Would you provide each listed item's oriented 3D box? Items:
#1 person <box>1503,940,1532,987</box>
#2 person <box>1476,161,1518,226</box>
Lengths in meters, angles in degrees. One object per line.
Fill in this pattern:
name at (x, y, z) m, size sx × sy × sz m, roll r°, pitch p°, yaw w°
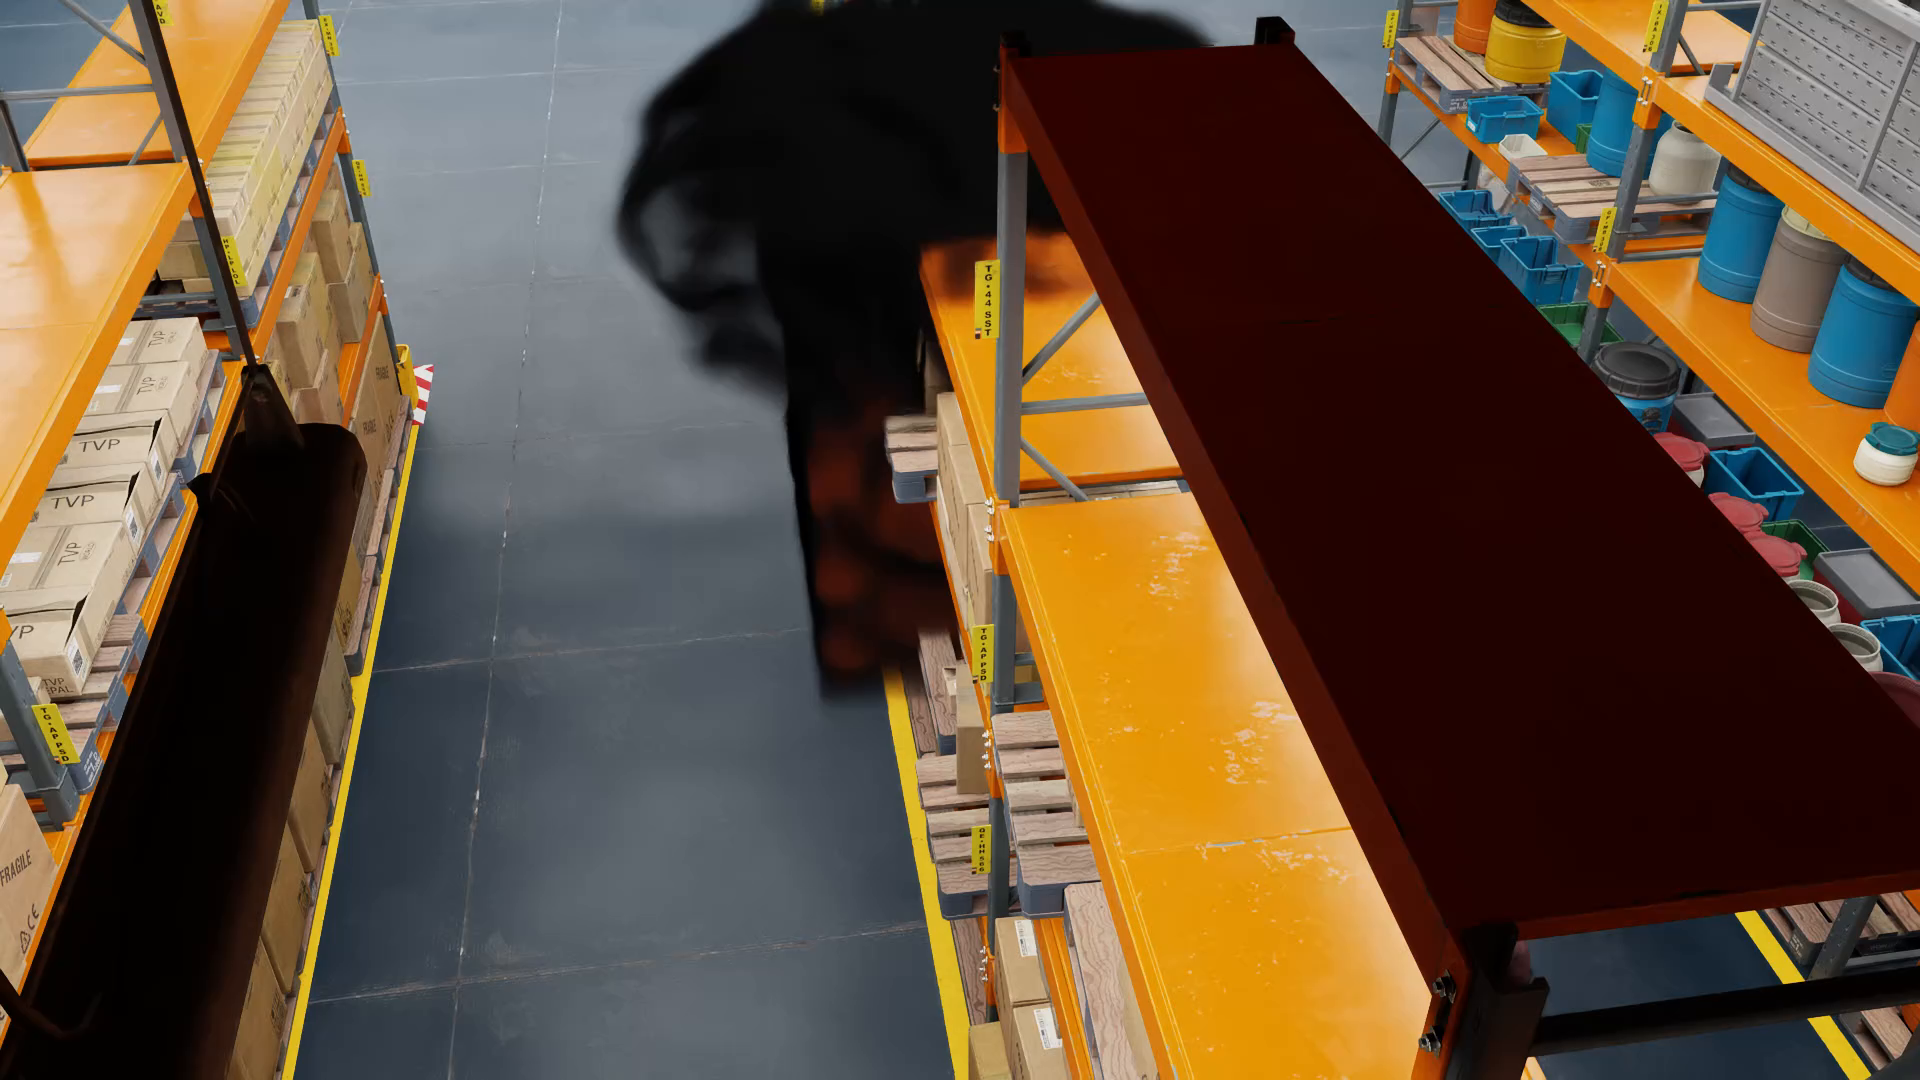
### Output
person at (2.431, 2.386, 8.266) m, size 0.711 × 1.768 × 0.716 m, roll -1°, pitch 36°, yaw -1°
person at (5.203, -3.450, 16.212) m, size 0.882 × 1.814 × 0.772 m, roll 30°, pitch 46°, yaw 34°
